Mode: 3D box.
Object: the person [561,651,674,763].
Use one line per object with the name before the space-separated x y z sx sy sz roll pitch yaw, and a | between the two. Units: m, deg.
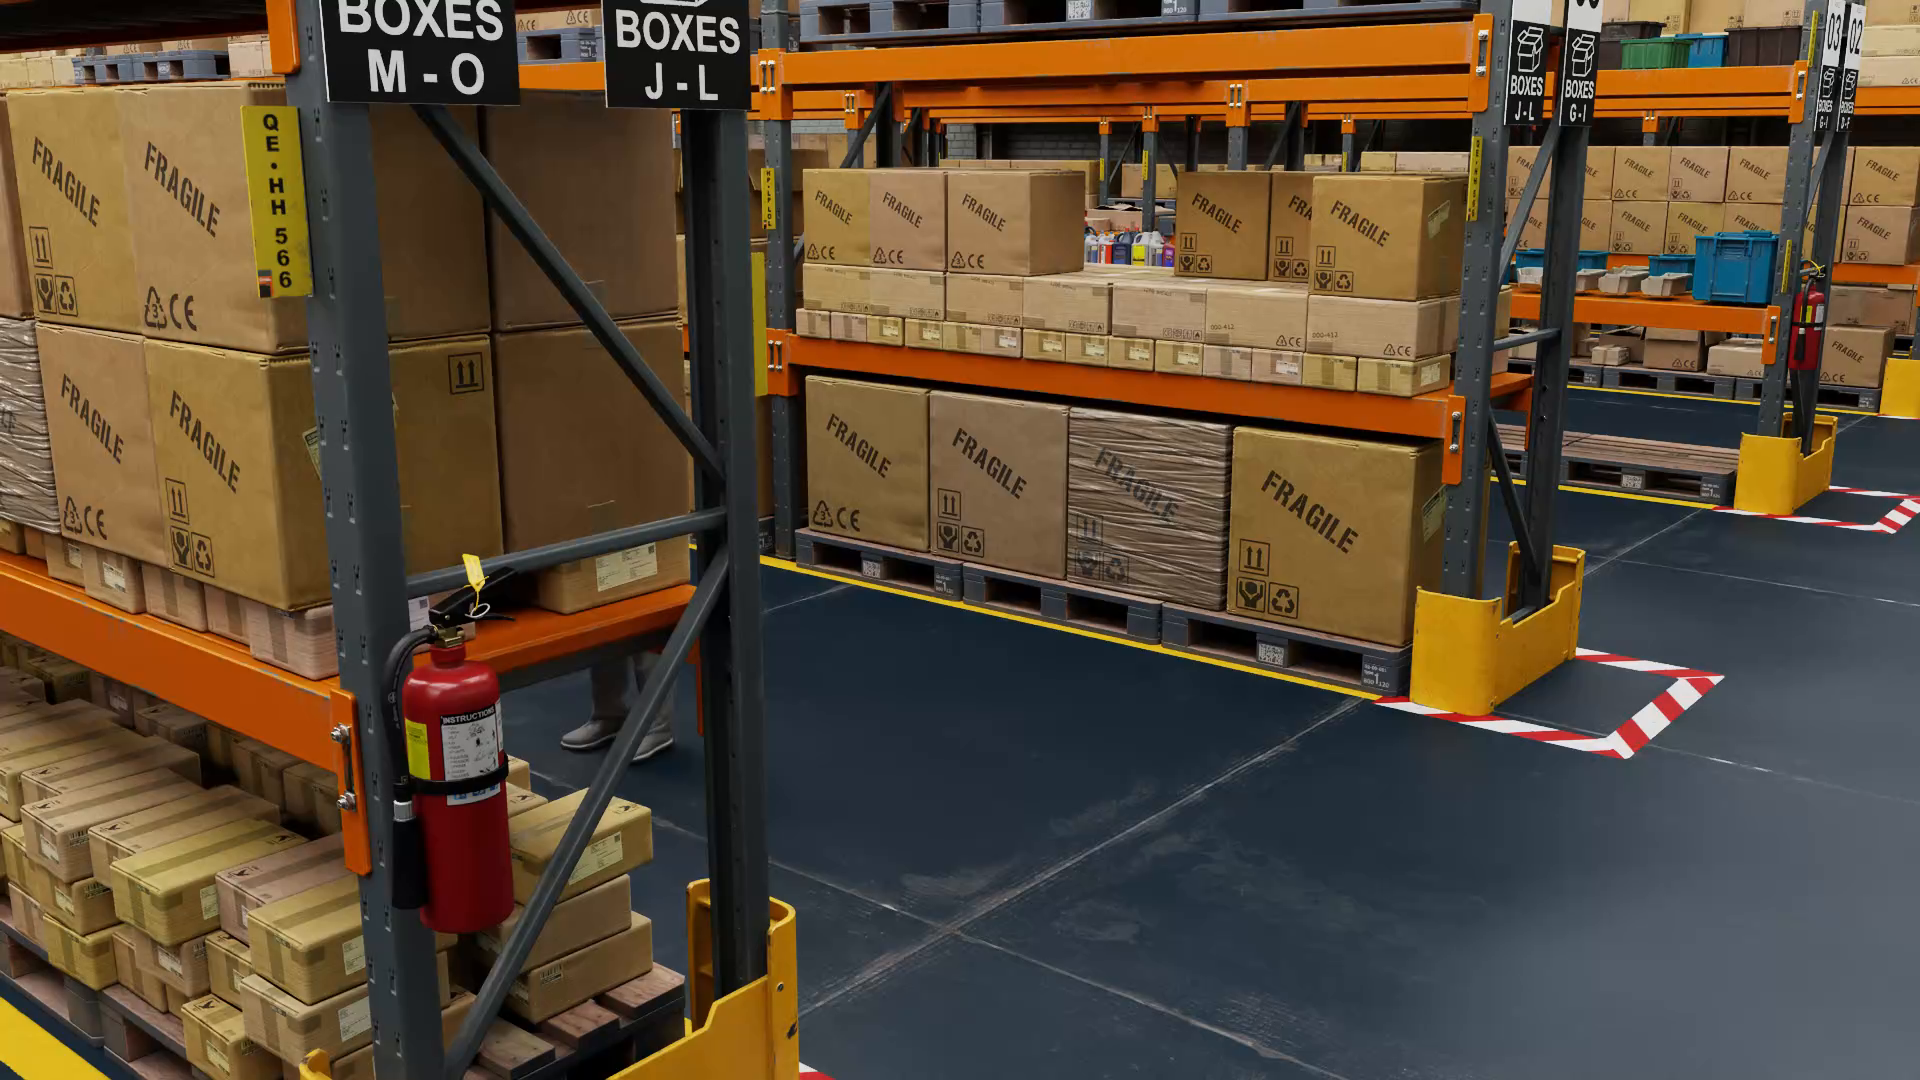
person | -1.323 0.005 6.384 0.519 1.702 0.461 -13 18 -43
